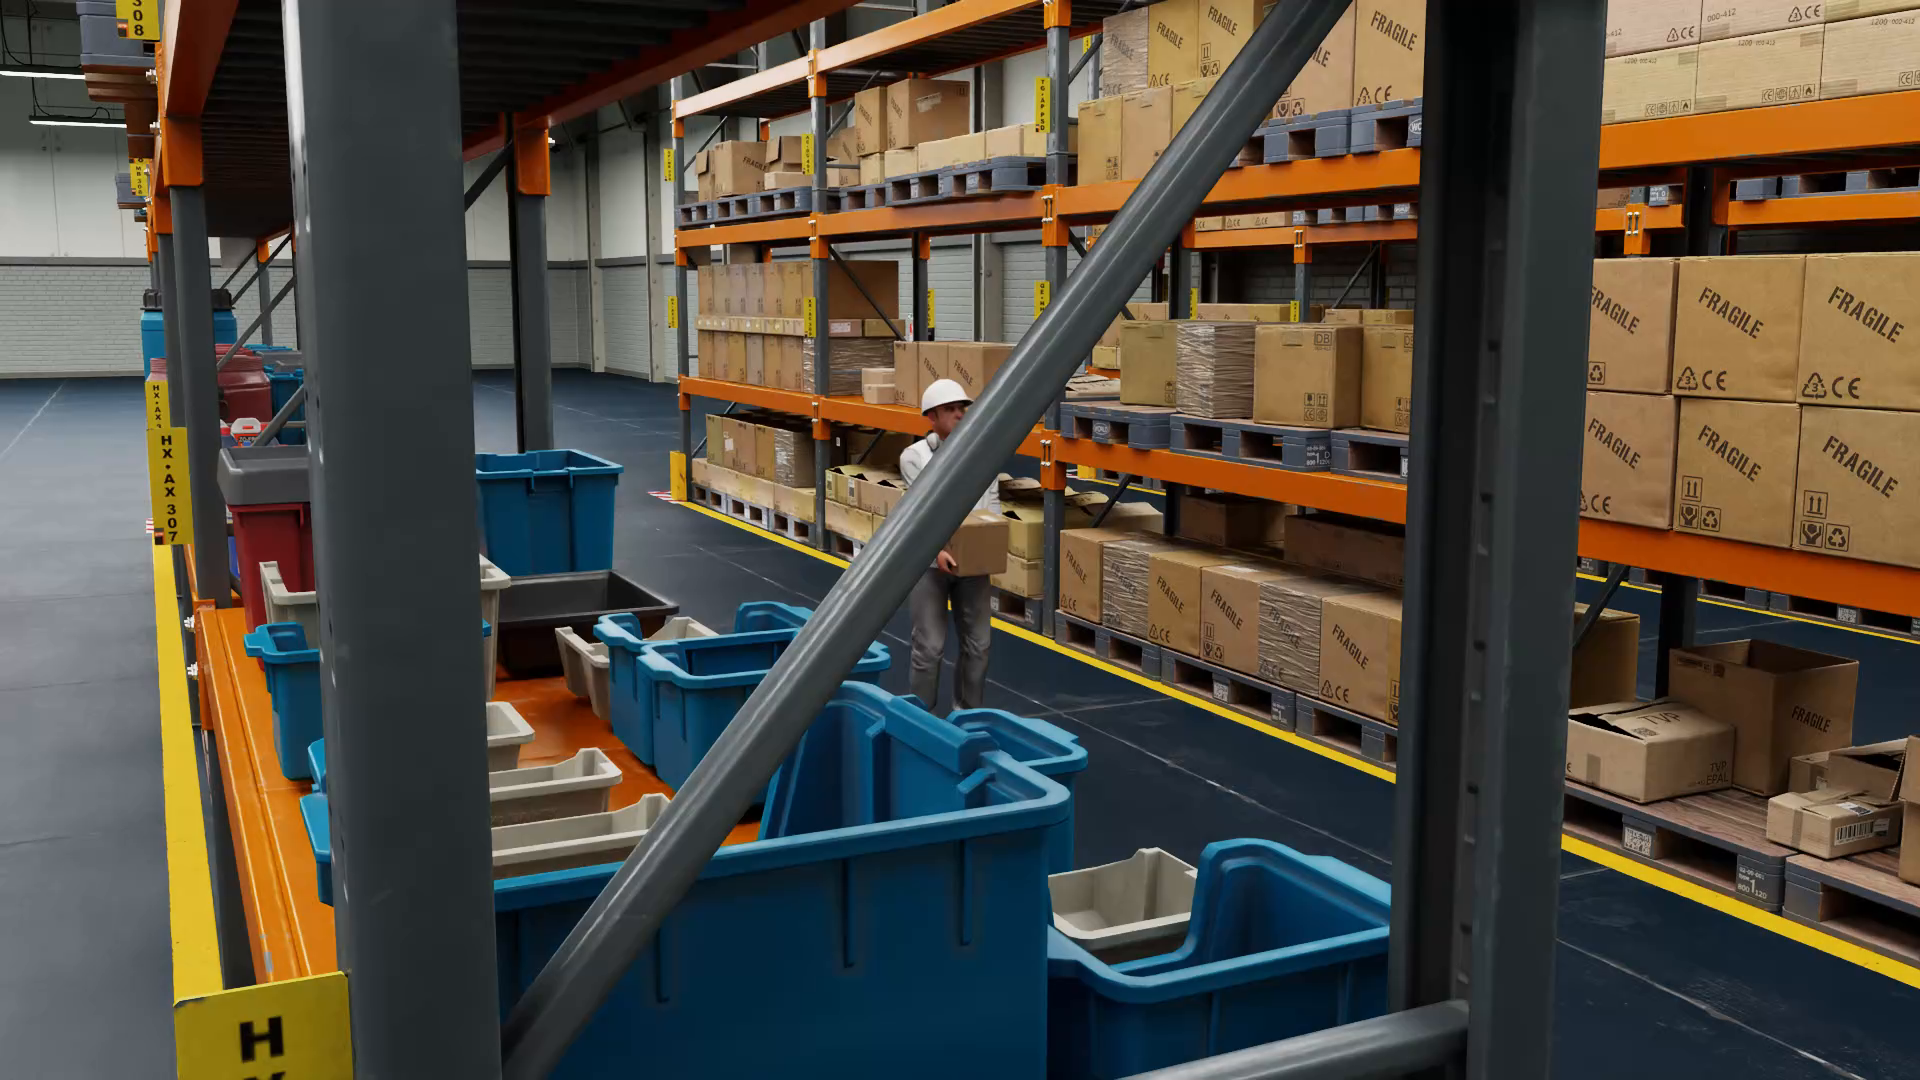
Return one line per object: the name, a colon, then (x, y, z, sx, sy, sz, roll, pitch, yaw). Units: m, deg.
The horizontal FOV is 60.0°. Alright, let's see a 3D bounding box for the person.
person: (-0.006, 0.124, 7.946, 0.494, 1.762, 0.563, -4, 9, -25)
